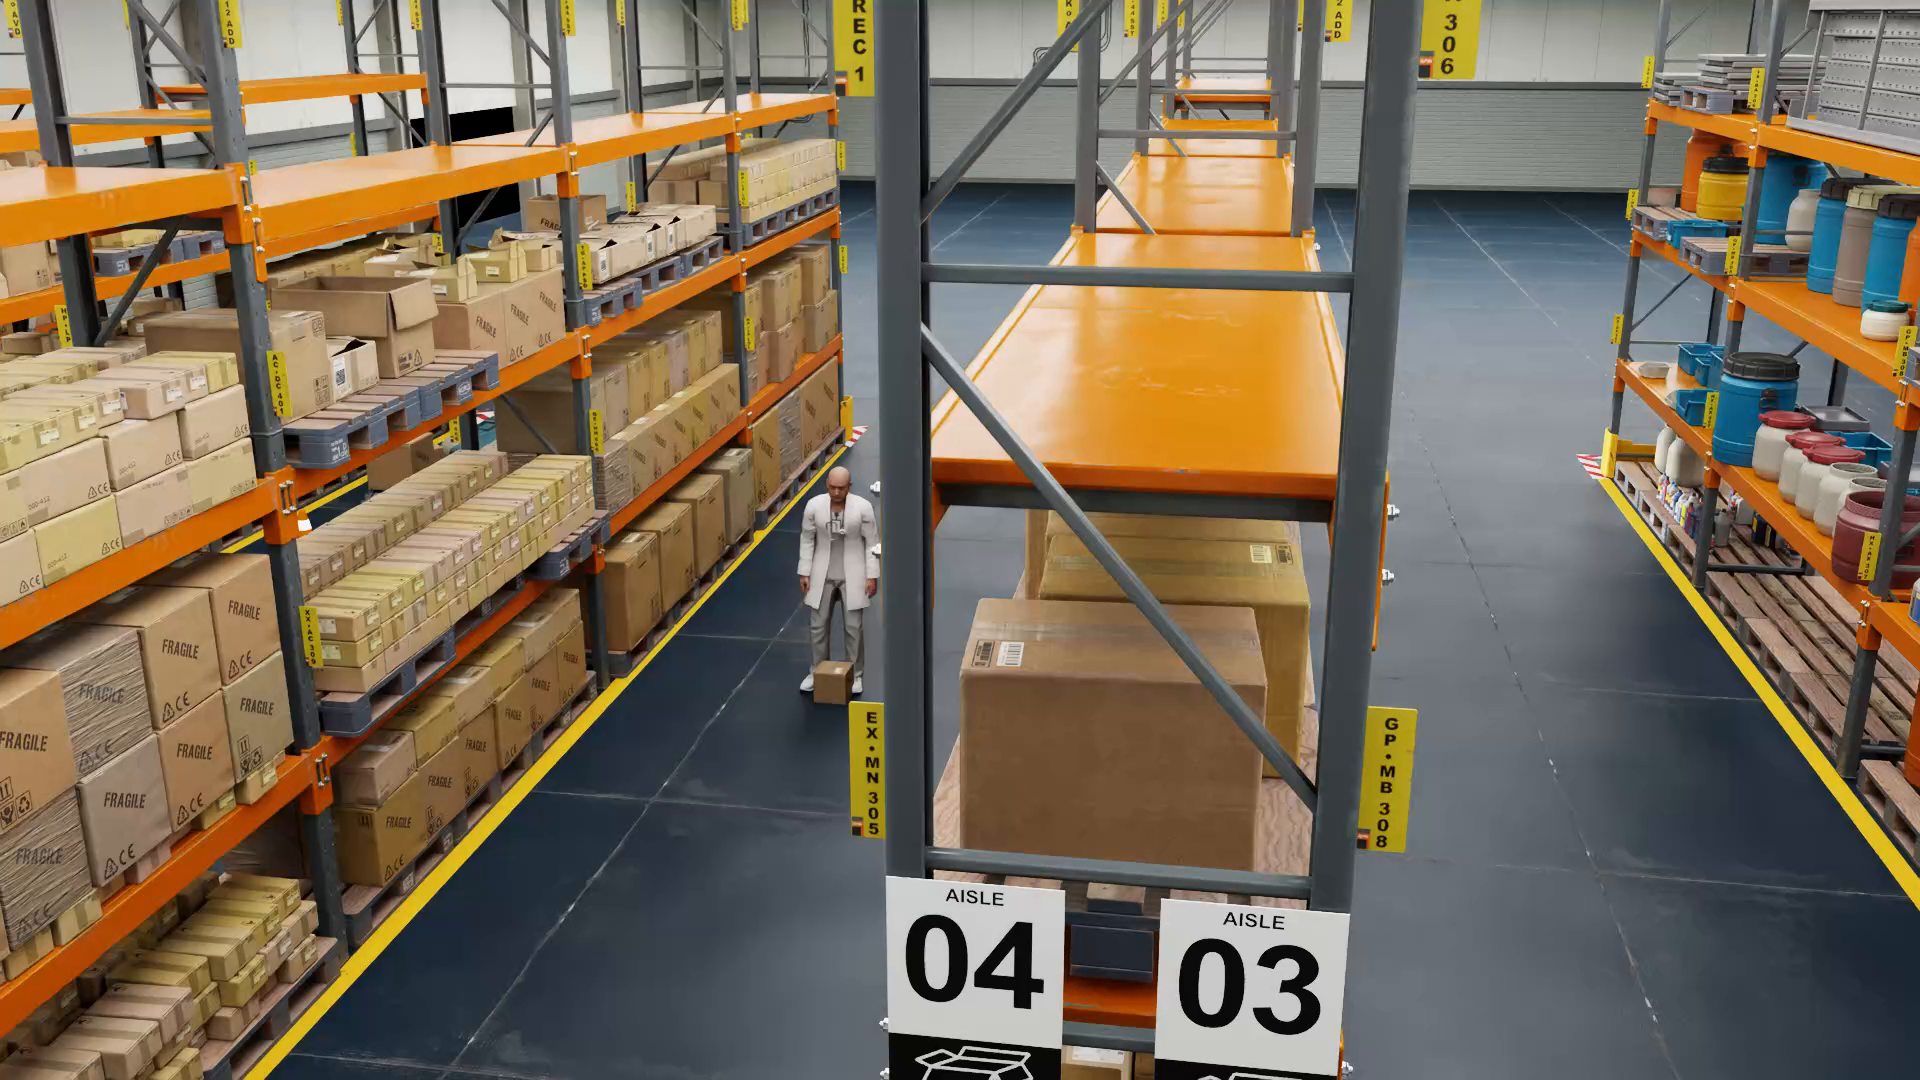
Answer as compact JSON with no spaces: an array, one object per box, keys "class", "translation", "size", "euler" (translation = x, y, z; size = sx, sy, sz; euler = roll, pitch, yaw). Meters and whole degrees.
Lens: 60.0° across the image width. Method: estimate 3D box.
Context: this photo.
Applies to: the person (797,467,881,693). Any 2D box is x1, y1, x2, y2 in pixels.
[{"class":"person","translation":[-0.924,0.288,12.686],"size":[0.644,1.772,0.429],"euler":[2,18,6]}]
